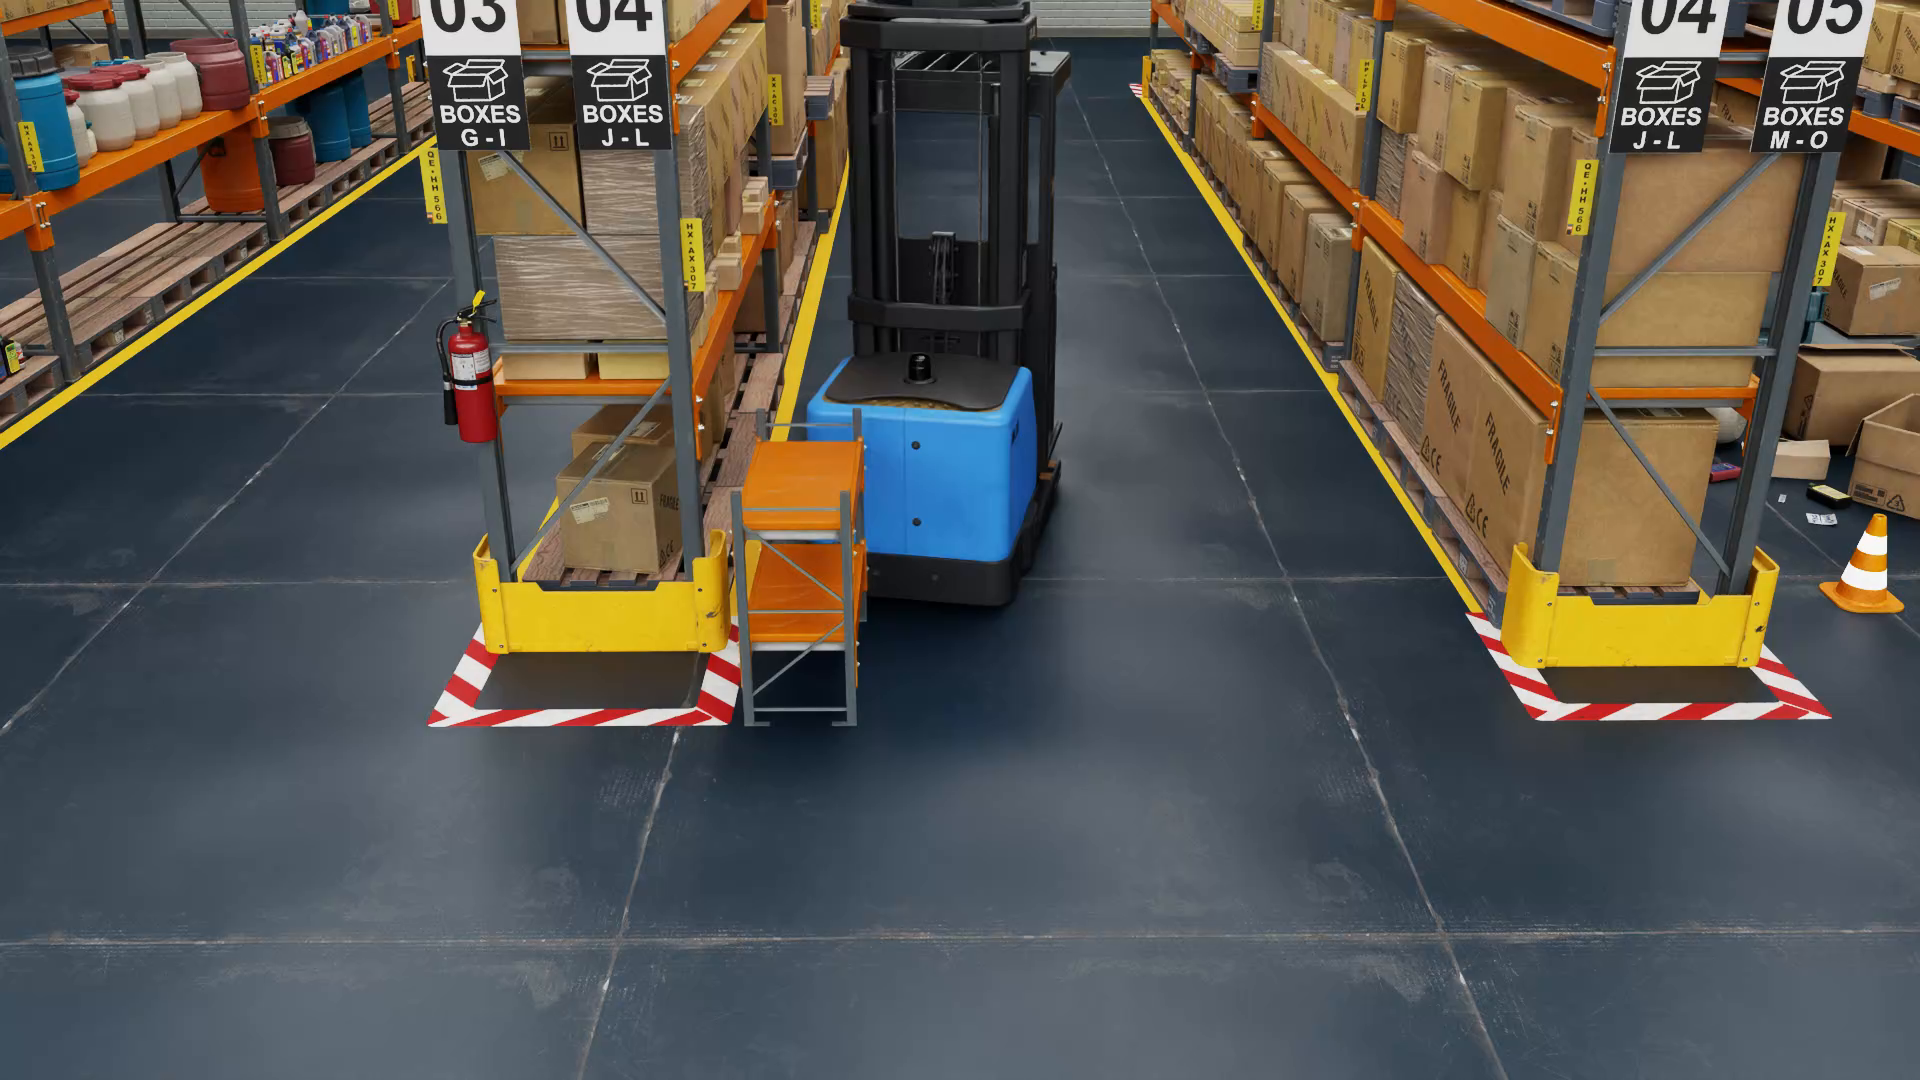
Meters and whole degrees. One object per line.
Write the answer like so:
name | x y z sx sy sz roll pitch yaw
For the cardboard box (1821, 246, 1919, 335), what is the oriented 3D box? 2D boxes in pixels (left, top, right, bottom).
cardboard box | 6.362 -1.739 11.569 0.500 0.500 0.500 0 24 -1

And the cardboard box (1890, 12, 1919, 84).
cardboard box | 7.897 -3.954 13.360 0.500 0.500 0.500 0 24 0

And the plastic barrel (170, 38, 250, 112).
plastic barrel | -6.456 -4.007 14.304 0.600 0.536 0.708 0 24 -1

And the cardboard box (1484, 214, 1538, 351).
cardboard box | 3.159 -1.288 8.277 0.875 0.550 0.550 0 24 -1

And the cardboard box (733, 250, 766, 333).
cardboard box | -1.753 -1.823 12.140 0.700 0.500 0.500 -2 24 -5

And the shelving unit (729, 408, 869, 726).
shelving unit | -0.714 0.102 7.660 0.538 1.125 1.048 0 24 0

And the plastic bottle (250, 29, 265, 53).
plastic bottle | -7.171 -5.057 16.941 0.152 0.276 0.135 0 24 -1

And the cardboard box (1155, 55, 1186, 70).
cardboard box | 2.726 -6.162 21.463 0.380 0.149 0.250 0 24 -1

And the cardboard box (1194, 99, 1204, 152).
cardboard box | 2.848 -4.532 18.155 0.500 0.500 0.500 1 24 1

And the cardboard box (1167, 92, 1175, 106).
cardboard box | 2.778 -5.472 20.658 0.380 0.149 0.250 0 24 -1

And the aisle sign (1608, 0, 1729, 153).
aisle sign | 2.937 -1.995 6.866 0.394 0.787 0.004 0 24 -1

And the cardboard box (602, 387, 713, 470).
cardboard box | -1.743 -0.674 9.624 0.500 0.500 0.500 2 24 4

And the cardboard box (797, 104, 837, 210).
cardboard box | -1.798 -3.664 15.781 1.225 0.875 0.875 -1 24 -3

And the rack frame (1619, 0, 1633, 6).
rack frame | 3.236 -3.574 6.233 1.000 3.000 0.127 0 24 -1

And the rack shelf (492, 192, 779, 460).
rack shelf | -1.746 -1.357 9.482 1.077 0.370 4.000 0 24 -1

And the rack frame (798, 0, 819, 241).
rack frame | -1.812 -4.157 14.801 1.000 3.000 0.127 0 24 -1

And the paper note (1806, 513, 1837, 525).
paper note | 4.918 -0.124 9.489 0.144 0.017 0.142 8 26 18

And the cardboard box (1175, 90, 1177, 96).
cardboard box | 2.839 -5.483 20.322 0.380 0.149 0.250 -1 24 -3

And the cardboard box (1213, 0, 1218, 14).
cardboard box | 2.674 -5.218 16.221 0.380 0.149 0.250 1 24 2

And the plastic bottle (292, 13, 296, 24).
plastic bottle | -7.230 -5.577 18.082 0.061 0.283 0.133 0 24 -1

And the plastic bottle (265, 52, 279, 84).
plastic bottle | -6.404 -4.397 15.473 0.061 0.283 0.133 0 24 -1

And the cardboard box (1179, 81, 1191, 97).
cardboard box | 2.789 -5.302 19.561 0.380 0.149 0.250 0 24 -1

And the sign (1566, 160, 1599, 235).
sign | 2.694 -1.480 7.189 0.100 0.325 0.005 0 24 -1

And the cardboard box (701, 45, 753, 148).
cardboard box | -1.477 -2.549 9.550 0.500 0.500 0.500 0 24 -1

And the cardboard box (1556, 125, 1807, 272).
cardboard box | 3.271 -1.554 7.554 0.875 0.550 0.550 0 24 -1

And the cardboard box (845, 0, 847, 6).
cardboard box | -1.610 -6.485 19.770 0.500 0.250 0.500 0 24 1

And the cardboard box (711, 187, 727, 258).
cardboard box | -1.784 -1.886 9.297 0.875 0.500 0.500 0 24 -1

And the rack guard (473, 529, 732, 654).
rack guard | -1.725 0.247 8.096 1.175 0.500 0.348 0 24 -1

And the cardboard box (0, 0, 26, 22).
cardboard box | -11.506 -6.436 19.719 0.500 0.500 0.500 0 24 -1

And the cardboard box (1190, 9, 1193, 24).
cardboard box | 2.659 -5.584 17.751 0.380 0.149 0.250 0 24 0

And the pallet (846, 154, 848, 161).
pallet | -1.771 -4.217 18.317 1.003 0.211 1.213 0 24 -1

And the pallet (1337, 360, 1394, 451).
pallet | 3.123 -0.905 10.995 1.003 0.211 1.213 0 24 -1

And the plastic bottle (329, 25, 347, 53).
plastic bottle | -6.471 -5.207 17.273 0.152 0.276 0.135 0 24 -1

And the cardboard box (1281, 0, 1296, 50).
cardboard box | 3.144 -4.453 14.122 0.700 0.500 0.500 0 24 -1

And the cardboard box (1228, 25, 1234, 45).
cardboard box | 2.684 -4.661 15.351 0.380 0.149 0.250 1 24 1

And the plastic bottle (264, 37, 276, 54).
plastic bottle | -7.047 -5.031 16.975 0.097 0.201 0.097 0 24 0

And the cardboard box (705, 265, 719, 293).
cardboard box | -1.509 -1.379 8.965 0.380 0.149 0.250 0 24 -1

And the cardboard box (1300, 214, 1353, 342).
cardboard box | 3.096 -1.911 12.055 1.050 0.750 0.750 0 24 -1

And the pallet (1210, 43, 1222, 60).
pallet | 3.087 -4.865 16.601 1.003 0.211 1.213 0 24 -1

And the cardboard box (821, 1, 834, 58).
cardboard box | -1.566 -5.240 17.074 0.500 0.500 0.500 -1 24 -1

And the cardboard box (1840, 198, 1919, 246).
cardboard box | 8.110 -2.658 14.167 0.950 0.372 0.625 -1 24 -2

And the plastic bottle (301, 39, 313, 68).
plastic bottle | -6.432 -4.779 16.334 0.097 0.271 0.097 0 24 0

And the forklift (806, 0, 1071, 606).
forklift | -0.002 -1.584 9.195 1.130 2.935 3.031 4 25 9

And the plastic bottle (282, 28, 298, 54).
plastic bottle | -6.609 -4.873 16.444 0.144 0.351 0.185 0 24 -1

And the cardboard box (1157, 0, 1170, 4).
cardboard box | 2.731 -6.969 21.323 0.380 0.149 0.250 -1 24 -2

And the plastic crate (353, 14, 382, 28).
plastic crate | -6.670 -5.882 18.863 0.396 0.136 0.243 0 24 -1

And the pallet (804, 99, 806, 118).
pallet | -1.749 -3.254 13.037 1.003 0.211 1.213 0 24 -1

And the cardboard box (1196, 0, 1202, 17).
cardboard box | 2.661 -5.513 17.235 0.380 0.149 0.250 -1 24 -3

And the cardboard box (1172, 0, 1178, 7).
cardboard box | 2.809 -6.584 19.685 0.500 0.500 0.500 0 24 -1

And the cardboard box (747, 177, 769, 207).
cardboard box | -1.472 -2.307 11.015 0.380 0.149 0.250 0 24 -1

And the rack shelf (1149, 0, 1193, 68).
rack shelf | 3.084 -6.282 20.373 1.077 0.370 4.000 0 24 -1

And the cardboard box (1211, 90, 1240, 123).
cardboard box | 2.859 -4.444 17.051 0.500 0.250 0.500 1 24 1

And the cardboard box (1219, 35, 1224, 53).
cardboard box | 2.681 -4.726 15.856 0.380 0.149 0.250 -1 24 -1

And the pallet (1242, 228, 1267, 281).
pallet | 3.082 -2.542 14.614 1.003 0.211 1.213 0 24 -1
